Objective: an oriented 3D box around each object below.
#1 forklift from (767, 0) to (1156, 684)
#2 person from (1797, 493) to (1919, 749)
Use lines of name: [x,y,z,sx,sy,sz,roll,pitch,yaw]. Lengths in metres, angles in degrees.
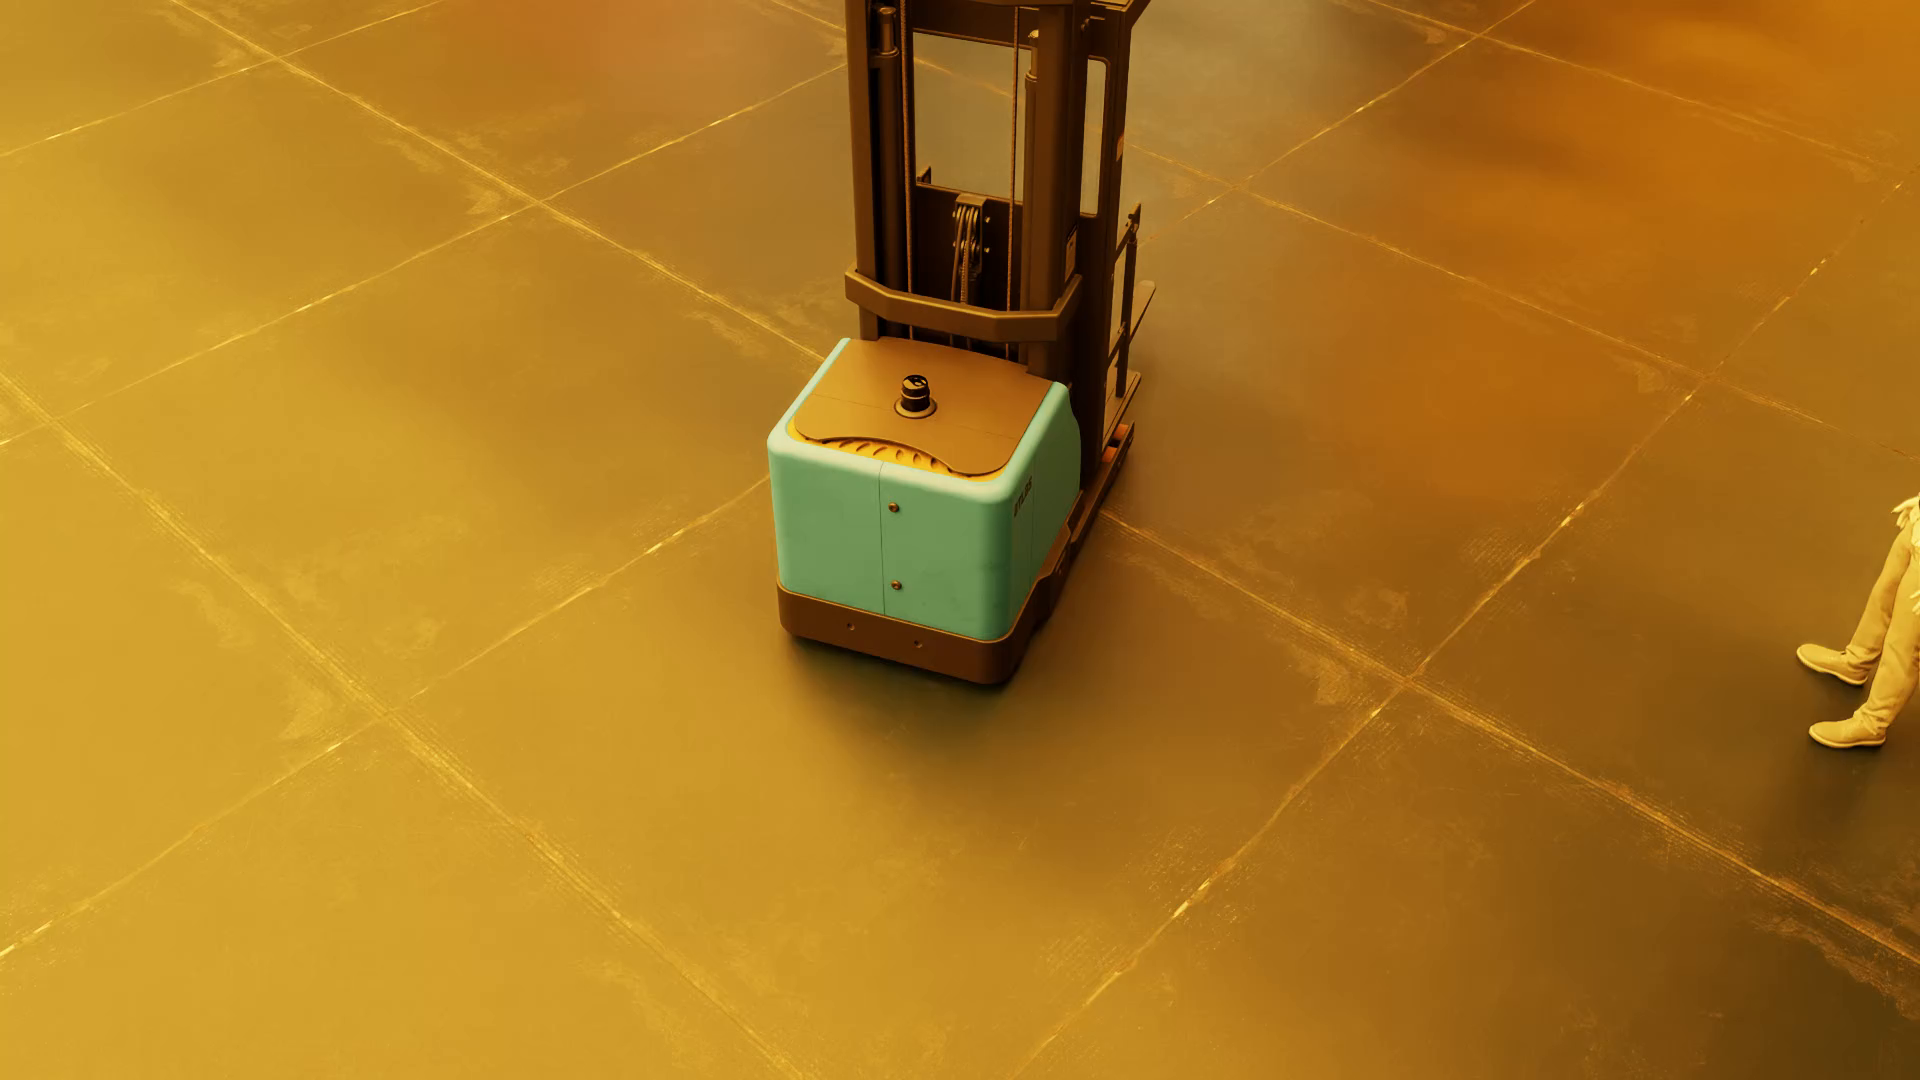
forklift: [0.211,-1.484,7.158,1.130,2.935,3.031,14,42,15]
person: [3.696,0.038,6.361,0.417,1.670,0.633,14,43,16]
